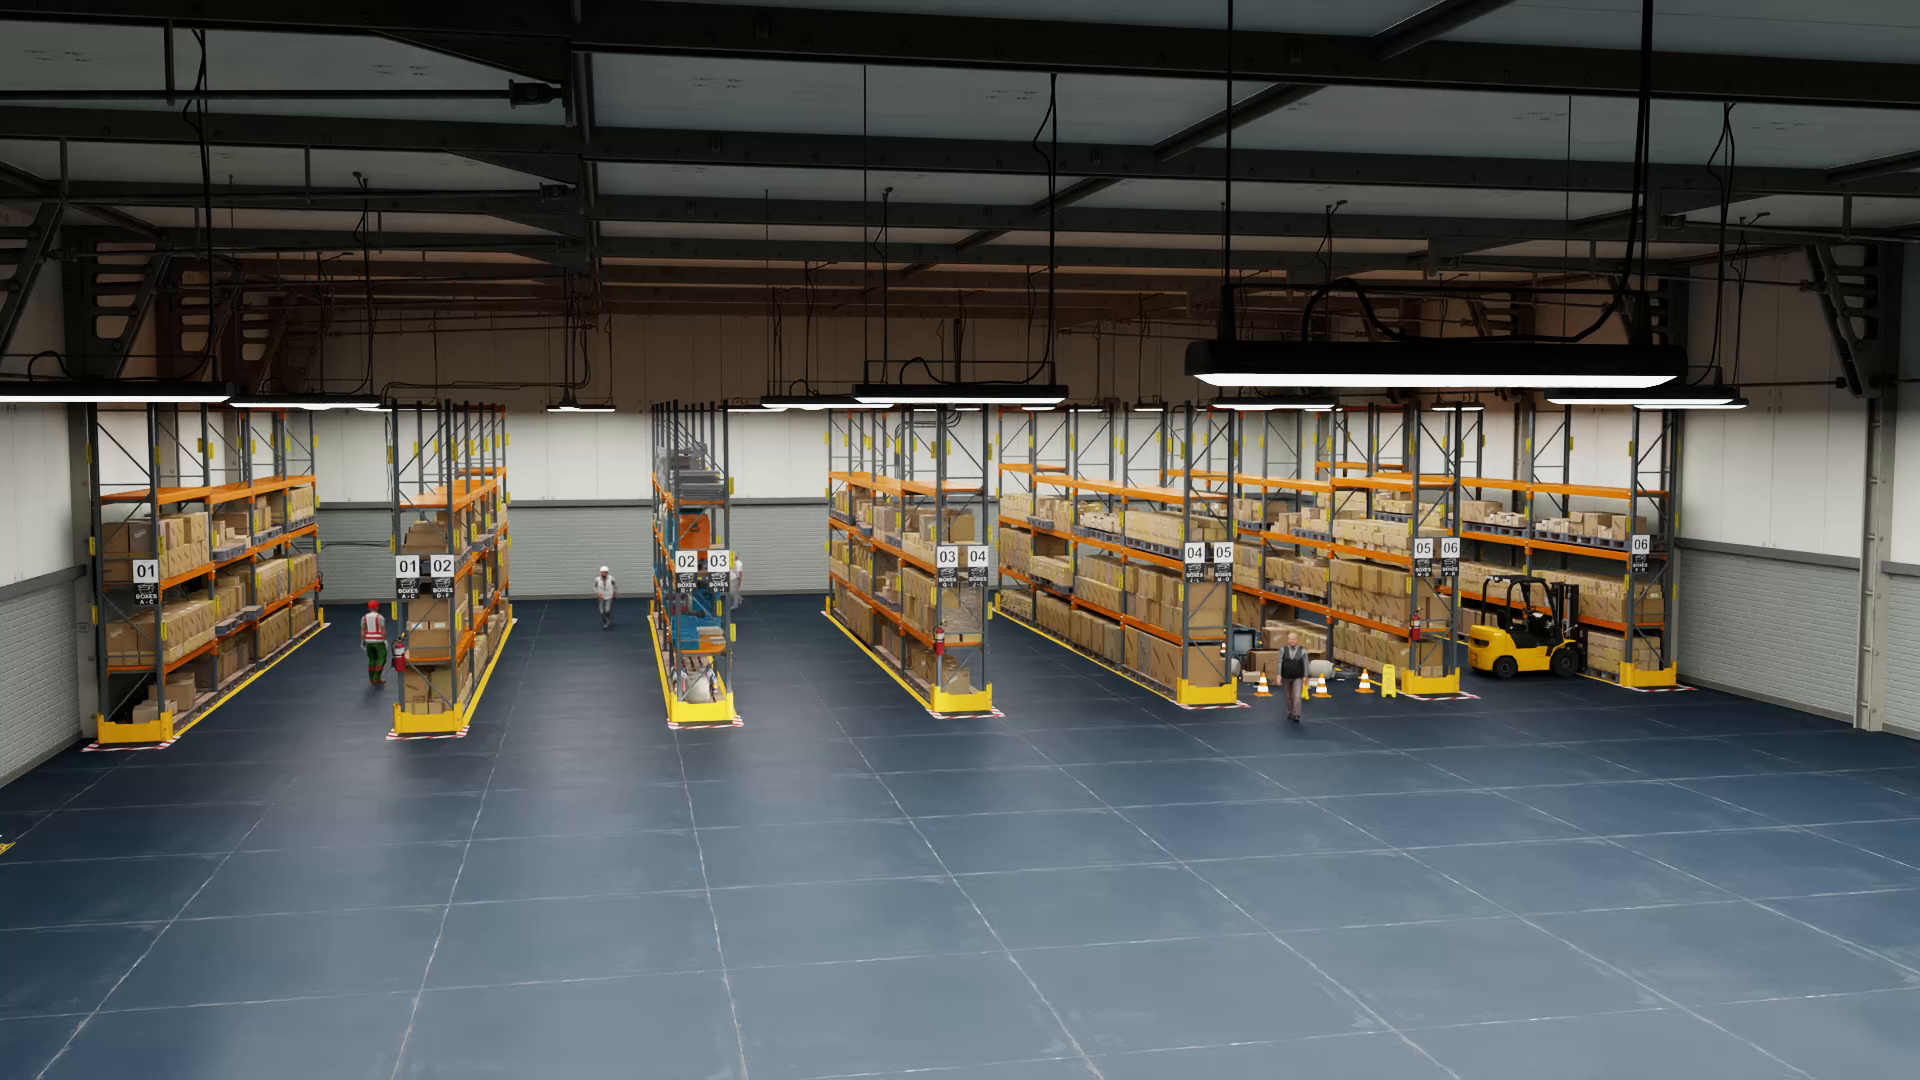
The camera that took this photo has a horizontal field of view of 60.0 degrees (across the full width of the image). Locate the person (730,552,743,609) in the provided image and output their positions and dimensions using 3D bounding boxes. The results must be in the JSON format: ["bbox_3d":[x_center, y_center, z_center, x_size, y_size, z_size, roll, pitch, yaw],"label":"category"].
[{"bbox_3d":[-6.612,1.180,49.022,0.562,1.683,0.454,-4,6,-44],"label":"person"}]

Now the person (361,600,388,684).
[{"bbox_3d":[-12.439,2.175,35.315,0.592,1.789,0.520,1,4,11],"label":"person"}]

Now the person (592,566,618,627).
[{"bbox_3d":[-9.507,1.526,44.566,0.648,1.681,0.724,0,4,-3],"label":"person"}]

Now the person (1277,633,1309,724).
[{"bbox_3d":[6.127,2.553,30.736,0.562,1.661,1.080,2,5,23],"label":"person"}]

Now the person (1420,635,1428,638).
[{"bbox_3d":[10.752,2.015,38.400,0.518,1.646,0.578,-3,5,-35],"label":"person"}]
